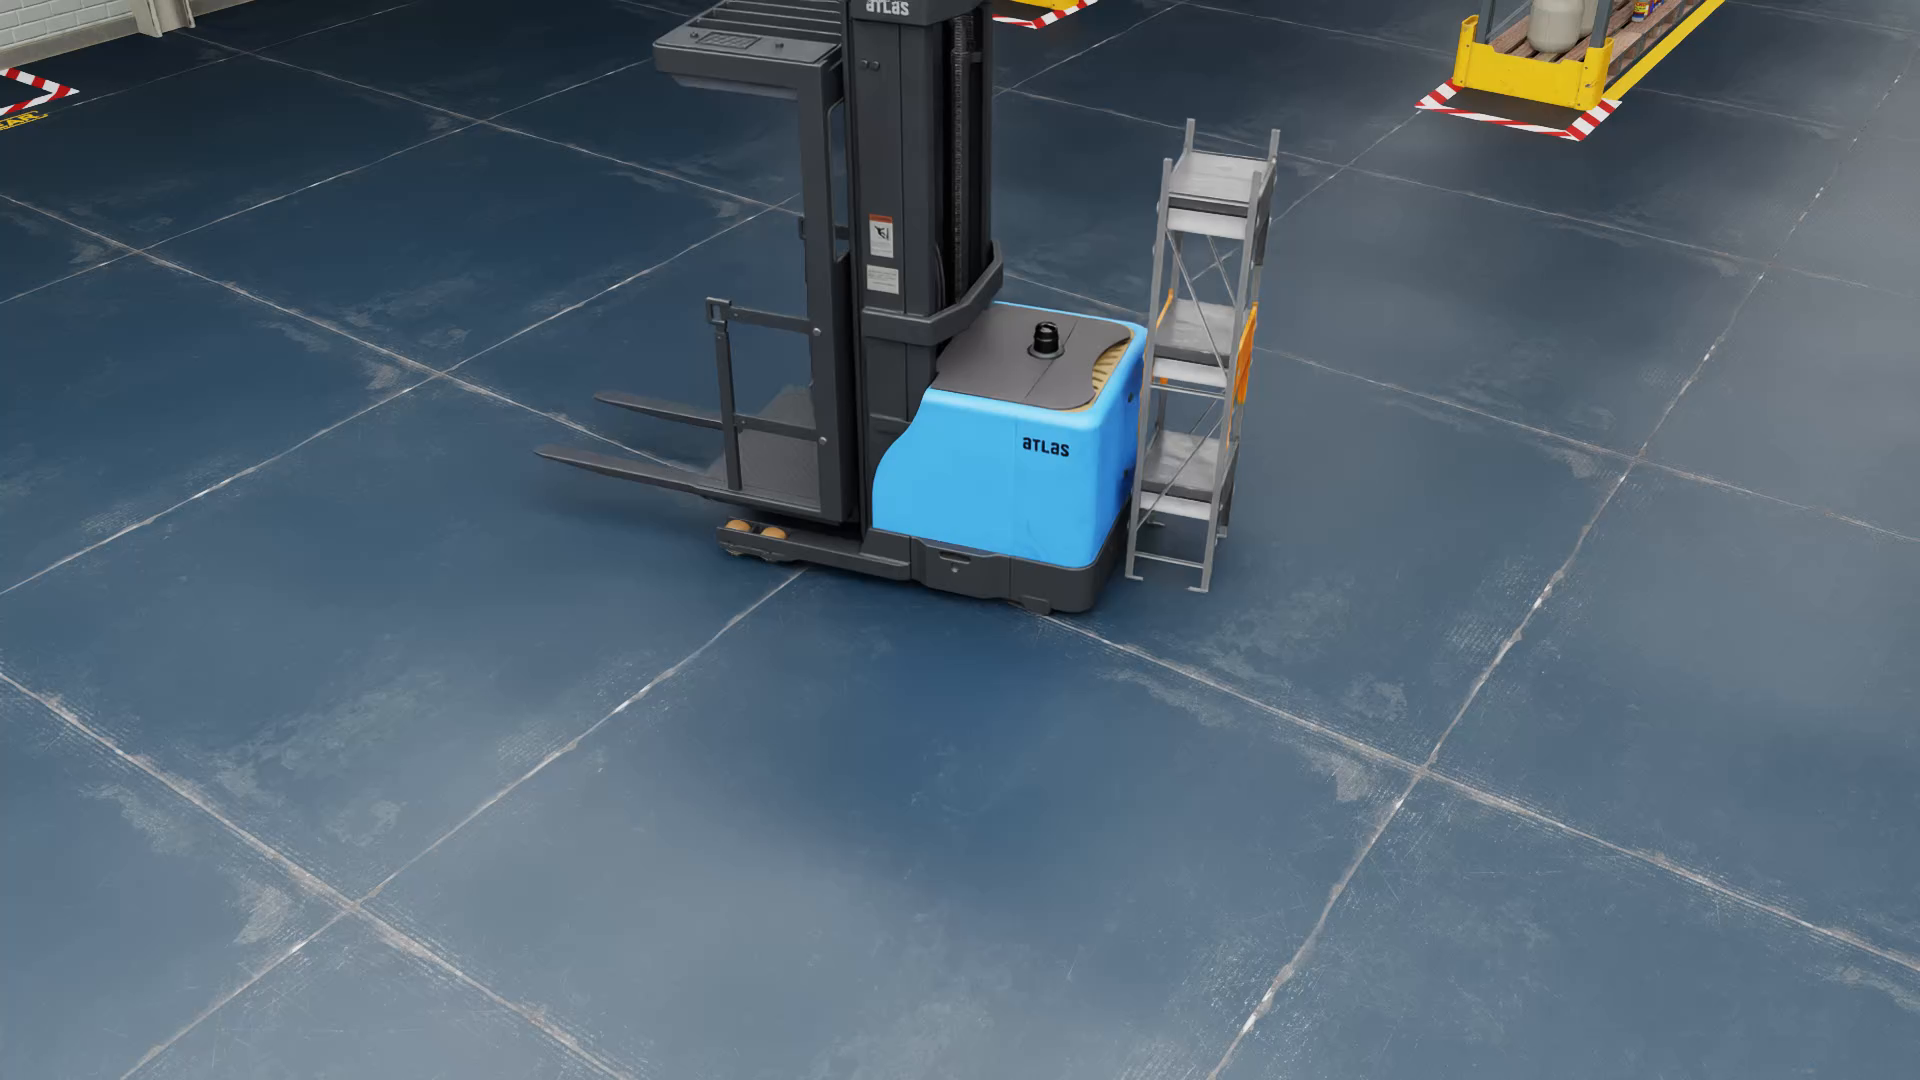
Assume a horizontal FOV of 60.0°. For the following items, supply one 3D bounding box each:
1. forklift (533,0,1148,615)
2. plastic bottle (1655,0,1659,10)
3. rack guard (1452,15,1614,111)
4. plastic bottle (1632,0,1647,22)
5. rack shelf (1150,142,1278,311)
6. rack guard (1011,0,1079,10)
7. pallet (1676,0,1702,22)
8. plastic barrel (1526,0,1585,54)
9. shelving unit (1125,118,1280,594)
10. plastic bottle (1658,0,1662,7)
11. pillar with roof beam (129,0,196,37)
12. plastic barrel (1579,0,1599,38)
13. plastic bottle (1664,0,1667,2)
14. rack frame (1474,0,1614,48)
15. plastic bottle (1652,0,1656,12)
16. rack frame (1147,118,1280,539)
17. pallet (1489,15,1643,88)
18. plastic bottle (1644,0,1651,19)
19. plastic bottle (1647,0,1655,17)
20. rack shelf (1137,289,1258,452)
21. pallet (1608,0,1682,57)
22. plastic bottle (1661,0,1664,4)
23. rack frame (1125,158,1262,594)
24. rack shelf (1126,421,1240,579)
[{"bbox_3d":[-0.658,-1.371,7.661,3.031,2.935,1.130,12,36,16],"label":"forklift"},{"bbox_3d":[6.200,-4.879,14.829,0.097,0.271,0.097,0,34,0],"label":"plastic bottle"},{"bbox_3d":[4.663,-3.902,13.574,1.175,0.500,0.348,21,39,28],"label":"rack guard"},{"bbox_3d":[5.948,-4.675,14.528,0.097,0.271,0.097,0,34,0],"label":"plastic bottle"},{"bbox_3d":[1.091,-1.350,7.138,0.431,0.518,0.480,11,36,14],"label":"rack shelf"},{"bbox_3d":[0.577,-5.425,15.826,1.175,0.500,0.348,21,39,28],"label":"rack guard"},{"bbox_3d":[6.522,-5.278,15.866,1.003,0.211,1.213,21,39,28],"label":"pallet"},{"bbox_3d":[4.971,-4.359,13.863,0.421,0.512,0.421,0,34,0],"label":"plastic barrel"},{"bbox_3d":[1.077,-0.784,7.526,0.431,2.100,0.503,11,36,14],"label":"shelving unit"},{"bbox_3d":[6.257,-4.895,14.916,0.097,0.201,0.097,0,34,0],"label":"plastic bottle"},{"bbox_3d":[-3.677,-7.000,10.567,9.100,9.000,0.400,21,39,28],"label":"pillar with roof beam"},{"bbox_3d":[5.256,-4.589,14.205,0.421,0.512,0.421,0,34,0],"label":"plastic barrel"},{"bbox_3d":[6.374,-4.990,15.056,0.097,0.201,0.097,0,34,0],"label":"plastic bottle"},{"bbox_3d":[4.658,-4.888,12.800,1.000,3.000,0.127,21,39,28],"label":"rack frame"},{"bbox_3d":[6.143,-4.833,14.761,0.097,0.271,0.097,0,34,0],"label":"plastic bottle"},{"bbox_3d":[1.151,-0.914,7.718,0.400,2.100,0.015,11,36,14],"label":"rack frame"},{"bbox_3d":[5.130,-4.155,14.206,1.003,0.211,1.213,21,39,28],"label":"pallet"},{"bbox_3d":[6.007,-4.693,14.618,0.097,0.201,0.097,0,34,0],"label":"plastic bottle"},{"bbox_3d":[6.092,-4.778,14.670,0.061,0.283,0.133,22,40,29],"label":"plastic bottle"},{"bbox_3d":[1.077,-0.772,7.533,0.431,0.518,0.480,11,36,14],"label":"rack shelf"},{"bbox_3d":[5.827,-4.714,15.032,1.003,0.211,1.213,21,39,28],"label":"pallet"},{"bbox_3d":[6.316,-4.972,14.967,0.097,0.271,0.097,0,34,0],"label":"plastic bottle"},{"bbox_3d":[1.003,-0.653,7.333,0.400,2.100,0.015,11,36,14],"label":"rack frame"},{"bbox_3d":[1.063,-0.195,7.929,0.431,0.518,0.480,11,36,14],"label":"rack shelf"}]
